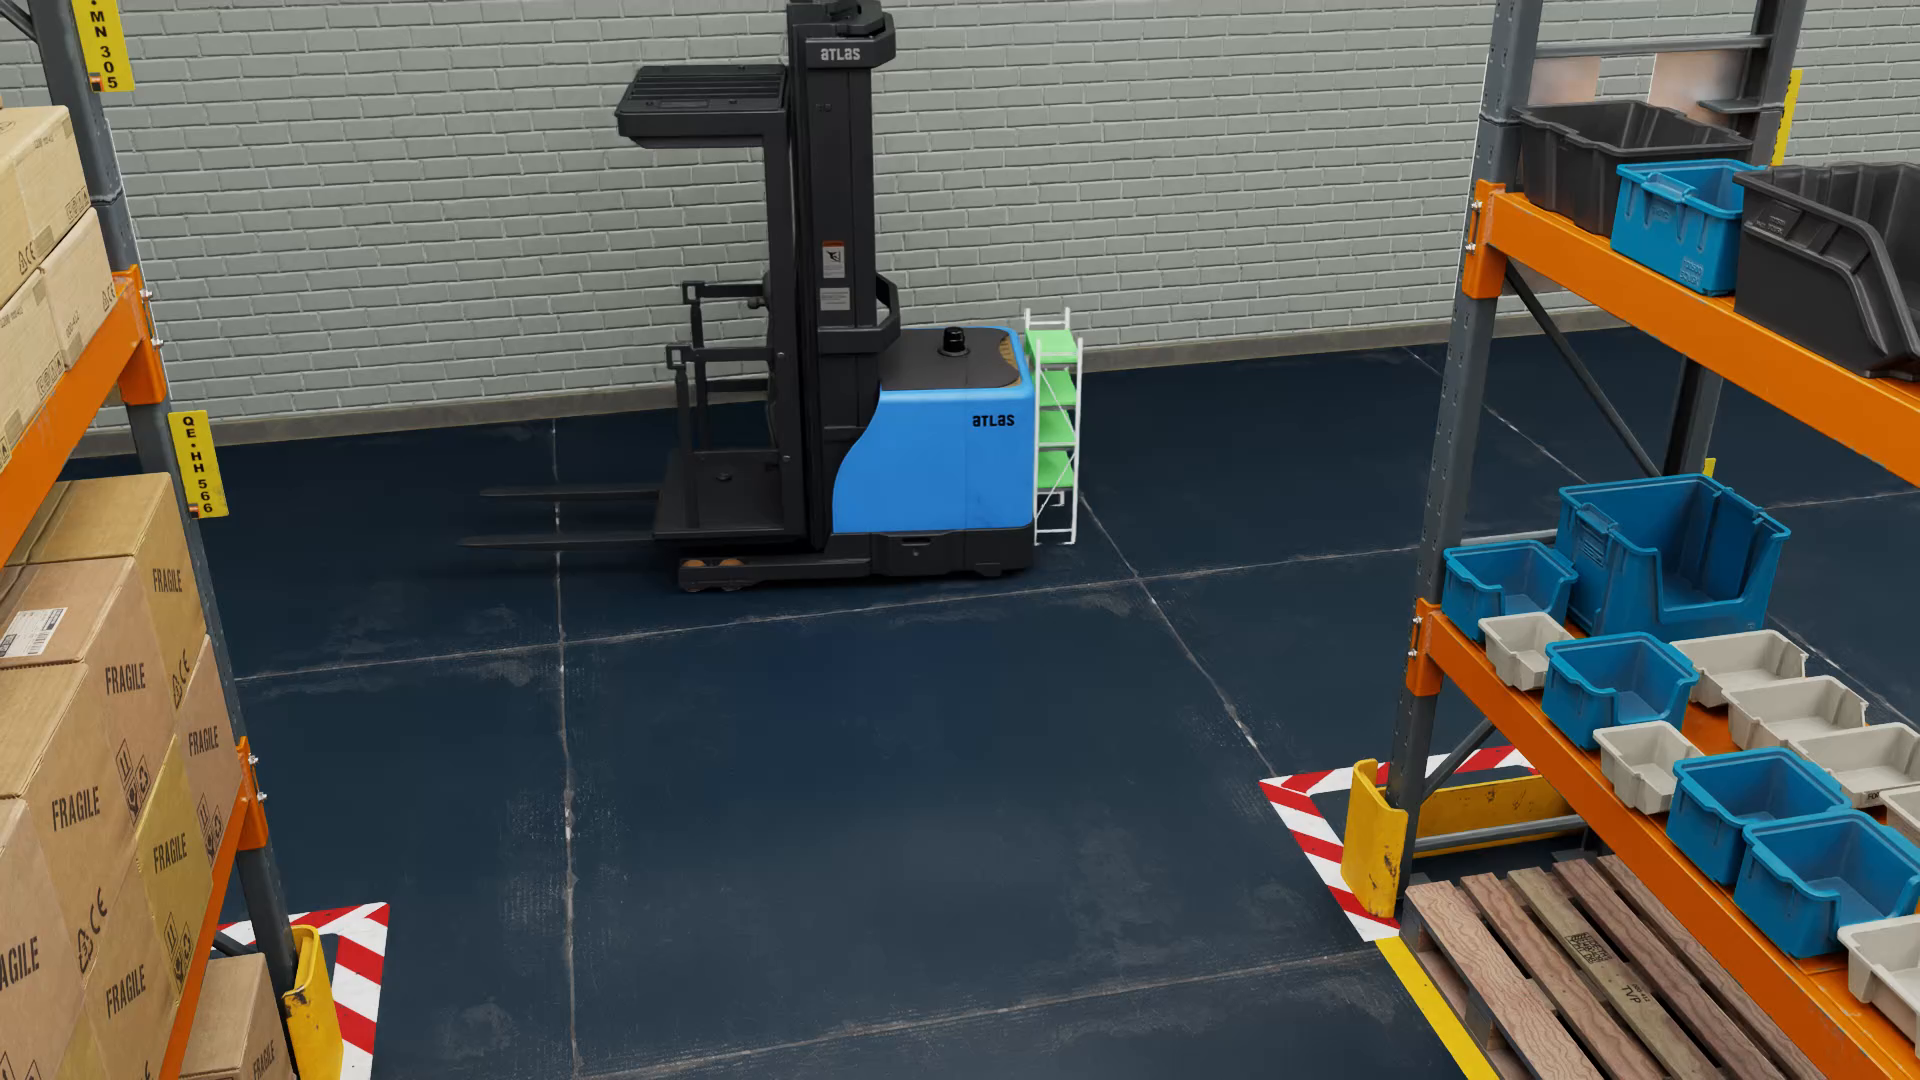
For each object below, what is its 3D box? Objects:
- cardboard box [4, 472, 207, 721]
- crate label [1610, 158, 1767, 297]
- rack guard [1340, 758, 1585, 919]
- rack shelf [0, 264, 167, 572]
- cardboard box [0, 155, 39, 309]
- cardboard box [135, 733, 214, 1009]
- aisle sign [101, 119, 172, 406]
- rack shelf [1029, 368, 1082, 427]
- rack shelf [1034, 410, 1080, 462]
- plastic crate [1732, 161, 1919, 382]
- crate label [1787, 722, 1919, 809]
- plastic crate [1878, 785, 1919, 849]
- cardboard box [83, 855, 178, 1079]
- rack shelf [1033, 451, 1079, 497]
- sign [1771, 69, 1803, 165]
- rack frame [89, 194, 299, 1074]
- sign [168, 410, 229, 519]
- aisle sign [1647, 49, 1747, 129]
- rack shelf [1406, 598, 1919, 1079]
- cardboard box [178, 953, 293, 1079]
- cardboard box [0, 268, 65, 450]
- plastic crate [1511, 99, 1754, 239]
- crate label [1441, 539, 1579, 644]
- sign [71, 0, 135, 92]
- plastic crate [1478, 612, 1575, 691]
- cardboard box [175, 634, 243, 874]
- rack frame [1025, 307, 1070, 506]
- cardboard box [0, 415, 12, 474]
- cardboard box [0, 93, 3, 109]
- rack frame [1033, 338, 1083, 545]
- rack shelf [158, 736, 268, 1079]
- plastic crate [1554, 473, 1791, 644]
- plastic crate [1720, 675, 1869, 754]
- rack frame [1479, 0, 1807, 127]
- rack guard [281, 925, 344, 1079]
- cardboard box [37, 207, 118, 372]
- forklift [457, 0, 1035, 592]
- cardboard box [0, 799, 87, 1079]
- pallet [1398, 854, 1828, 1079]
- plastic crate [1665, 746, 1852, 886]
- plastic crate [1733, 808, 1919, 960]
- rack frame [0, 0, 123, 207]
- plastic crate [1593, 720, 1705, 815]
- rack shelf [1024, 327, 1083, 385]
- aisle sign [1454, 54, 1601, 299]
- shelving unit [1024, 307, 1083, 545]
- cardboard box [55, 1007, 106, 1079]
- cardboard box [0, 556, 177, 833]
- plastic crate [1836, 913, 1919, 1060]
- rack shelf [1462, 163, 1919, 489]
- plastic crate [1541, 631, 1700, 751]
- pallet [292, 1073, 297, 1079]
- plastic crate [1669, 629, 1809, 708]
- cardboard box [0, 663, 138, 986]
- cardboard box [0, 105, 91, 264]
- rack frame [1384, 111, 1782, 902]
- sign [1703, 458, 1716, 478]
[{"bbox_3d":[-2.331,0.171,4.362,0.500,0.500,0.500,-6,27,-12],"label":"cardboard box"},{"bbox_3d":[2.021,-0.842,4.425,0.408,0.251,0.502,-6,27,-12],"label":"crate label"},{"bbox_3d":[2.110,1.100,6.517,1.175,0.500,0.348,-6,27,-12],"label":"rack guard"},{"bbox_3d":[-2.248,0.354,2.689,1.077,0.370,4.000,-6,27,-12],"label":"rack shelf"},{"bbox_3d":[-2.222,-0.582,3.357,0.500,0.250,0.500,-6,27,-12],"label":"cardboard box"},{"bbox_3d":[-2.213,0.846,4.134,0.500,0.500,0.500,-6,27,-11],"label":"cardboard box"},{"bbox_3d":[-2.416,-0.727,4.477,0.394,0.787,0.004,-6,27,-12],"label":"aisle sign"},{"bbox_3d":[0.500,-0.780,9.072,0.258,0.148,0.480,-2,27,-4],"label":"rack shelf"},{"bbox_3d":[0.500,-0.565,9.181,0.258,0.148,0.480,-2,27,-4],"label":"rack shelf"},{"bbox_3d":[2.204,-0.620,3.889,0.504,0.338,0.767,-6,27,-12],"label":"plastic crate"},{"bbox_3d":[2.626,0.672,4.816,0.396,0.136,0.243,-6,27,-12],"label":"crate label"},{"bbox_3d":[2.710,0.800,4.562,0.298,0.136,0.250,-6,27,-12],"label":"plastic crate"},{"bbox_3d":[-2.106,1.066,3.699,0.500,0.500,0.500,-6,27,-11],"label":"cardboard box"},{"bbox_3d":[0.500,-0.351,9.289,0.258,0.148,0.480,-2,27,-4],"label":"rack shelf"},{"bbox_3d":[2.660,-1.363,5.408,0.100,0.325,0.005,-6,27,-12],"label":"sign"},{"bbox_3d":[-2.699,0.494,4.942,1.000,3.000,0.127,-6,27,-12],"label":"rack frame"},{"bbox_3d":[-2.154,-0.211,4.704,0.100,0.325,0.005,-6,27,-12],"label":"sign"},{"bbox_3d":[2.397,-1.229,5.471,0.394,0.787,0.004,-6,27,-12],"label":"aisle sign"},{"bbox_3d":[2.578,1.192,4.358,1.077,0.370,4.000,-6,27,-12],"label":"rack shelf"},{"bbox_3d":[-2.337,1.627,4.983,0.500,0.500,0.500,-6,27,-12],"label":"cardboard box"},{"bbox_3d":[-2.224,-0.359,3.469,0.500,0.250,0.500,-6,27,-12],"label":"cardboard box"},{"bbox_3d":[1.943,-1.091,4.898,0.497,0.269,0.590,-6,27,-12],"label":"plastic crate"},{"bbox_3d":[1.863,0.183,5.678,0.416,0.233,0.303,-6,27,-12],"label":"crate label"},{"bbox_3d":[-2.154,-1.288,4.161,0.100,0.325,0.005,-6,27,-12],"label":"sign"},{"bbox_3d":[1.854,0.375,5.405,0.250,0.136,0.298,-6,27,-12],"label":"plastic crate"},{"bbox_3d":[-2.333,0.619,4.585,0.500,0.500,0.500,-5,27,-10],"label":"cardboard box"},{"bbox_3d":[0.481,-0.732,9.369,0.240,1.200,0.015,-2,27,-4],"label":"rack frame"},{"bbox_3d":[-2.099,-0.140,3.037,0.500,0.250,0.500,-6,27,-12],"label":"cardboard box"},{"bbox_3d":[-2.567,-1.112,3.575,0.700,0.500,0.500,-6,27,-12],"label":"cardboard box"},{"bbox_3d":[0.519,-0.513,8.935,0.240,1.200,0.015,-2,27,-4],"label":"rack frame"},{"bbox_3d":[-2.248,1.693,3.365,1.077,0.370,4.000,-6,27,-12],"label":"rack shelf"},{"bbox_3d":[2.385,0.078,5.660,0.616,0.435,0.499,-6,27,-12],"label":"plastic crate"},{"bbox_3d":[2.539,0.552,5.053,0.396,0.136,0.243,-6,27,-12],"label":"plastic crate"},{"bbox_3d":[2.128,-2.685,4.583,1.000,3.000,0.127,-6,27,-12],"label":"rack frame"},{"bbox_3d":[-2.682,1.643,5.439,1.175,0.500,0.348,-6,27,-12],"label":"rack guard"},{"bbox_3d":[-2.326,-0.579,3.906,0.500,0.250,0.500,-6,27,-12],"label":"cardboard box"},{"bbox_3d":[-1.146,-1.282,8.537,3.031,2.935,1.130,-2,27,-4],"label":"forklift"},{"bbox_3d":[-1.979,0.845,3.026,0.500,0.500,0.500,-5,27,-10],"label":"cardboard box"},{"bbox_3d":[2.276,1.604,5.838,1.003,0.211,1.213,-6,27,-12],"label":"pallet"},{"bbox_3d":[2.159,0.761,4.533,0.416,0.233,0.300,-6,27,-12],"label":"plastic crate"},{"bbox_3d":[2.227,0.892,4.272,0.416,0.233,0.300,-6,27,-12],"label":"plastic crate"},{"bbox_3d":[-2.699,-2.184,3.590,1.000,3.000,0.127,-6,27,-12],"label":"rack frame"},{"bbox_3d":[2.007,0.673,4.815,0.250,0.136,0.298,-6,27,-12],"label":"plastic crate"},{"bbox_3d":[0.500,-0.994,8.964,0.258,0.148,0.480,-2,27,-4],"label":"rack shelf"},{"bbox_3d":[1.822,-1.169,5.352,0.394,0.787,0.004,-6,27,-12],"label":"aisle sign"},{"bbox_3d":[0.500,-0.622,9.152,0.258,1.200,0.503,-2,27,-4],"label":"shelving unit"},{"bbox_3d":[-1.992,1.287,3.261,0.500,0.500,0.500,-6,27,-12],"label":"cardboard box"},{"bbox_3d":[-2.216,0.392,3.923,0.500,0.500,0.500,-5,27,-10],"label":"cardboard box"},{"bbox_3d":[2.344,1.106,3.956,0.293,0.136,0.466,-6,27,-12],"label":"plastic crate"},{"bbox_3d":[2.578,-0.147,3.682,1.077,0.370,4.000,-6,27,-12],"label":"rack shelf"},{"bbox_3d":[2.011,0.472,5.106,0.416,0.233,0.300,-6,27,-12],"label":"plastic crate"},{"bbox_3d":[-2.501,2.122,4.811,1.003,0.211,1.213,-6,27,-12],"label":"pallet"},{"bbox_3d":[2.488,0.423,5.308,0.396,0.136,0.243,-6,27,-12],"label":"plastic crate"},{"bbox_3d":[-2.095,0.619,3.473,0.500,0.500,0.500,-5,27,-10],"label":"cardboard box"},{"bbox_3d":[-2.335,-0.801,3.792,0.500,0.250,0.500,-6,27,-12],"label":"cardboard box"},{"bbox_3d":[2.128,-0.007,5.935,1.000,3.000,0.127,-6,27,-12],"label":"rack frame"},{"bbox_3d":[2.660,-0.143,6.023,0.100,0.325,0.005,-6,27,-12],"label":"sign"}]
